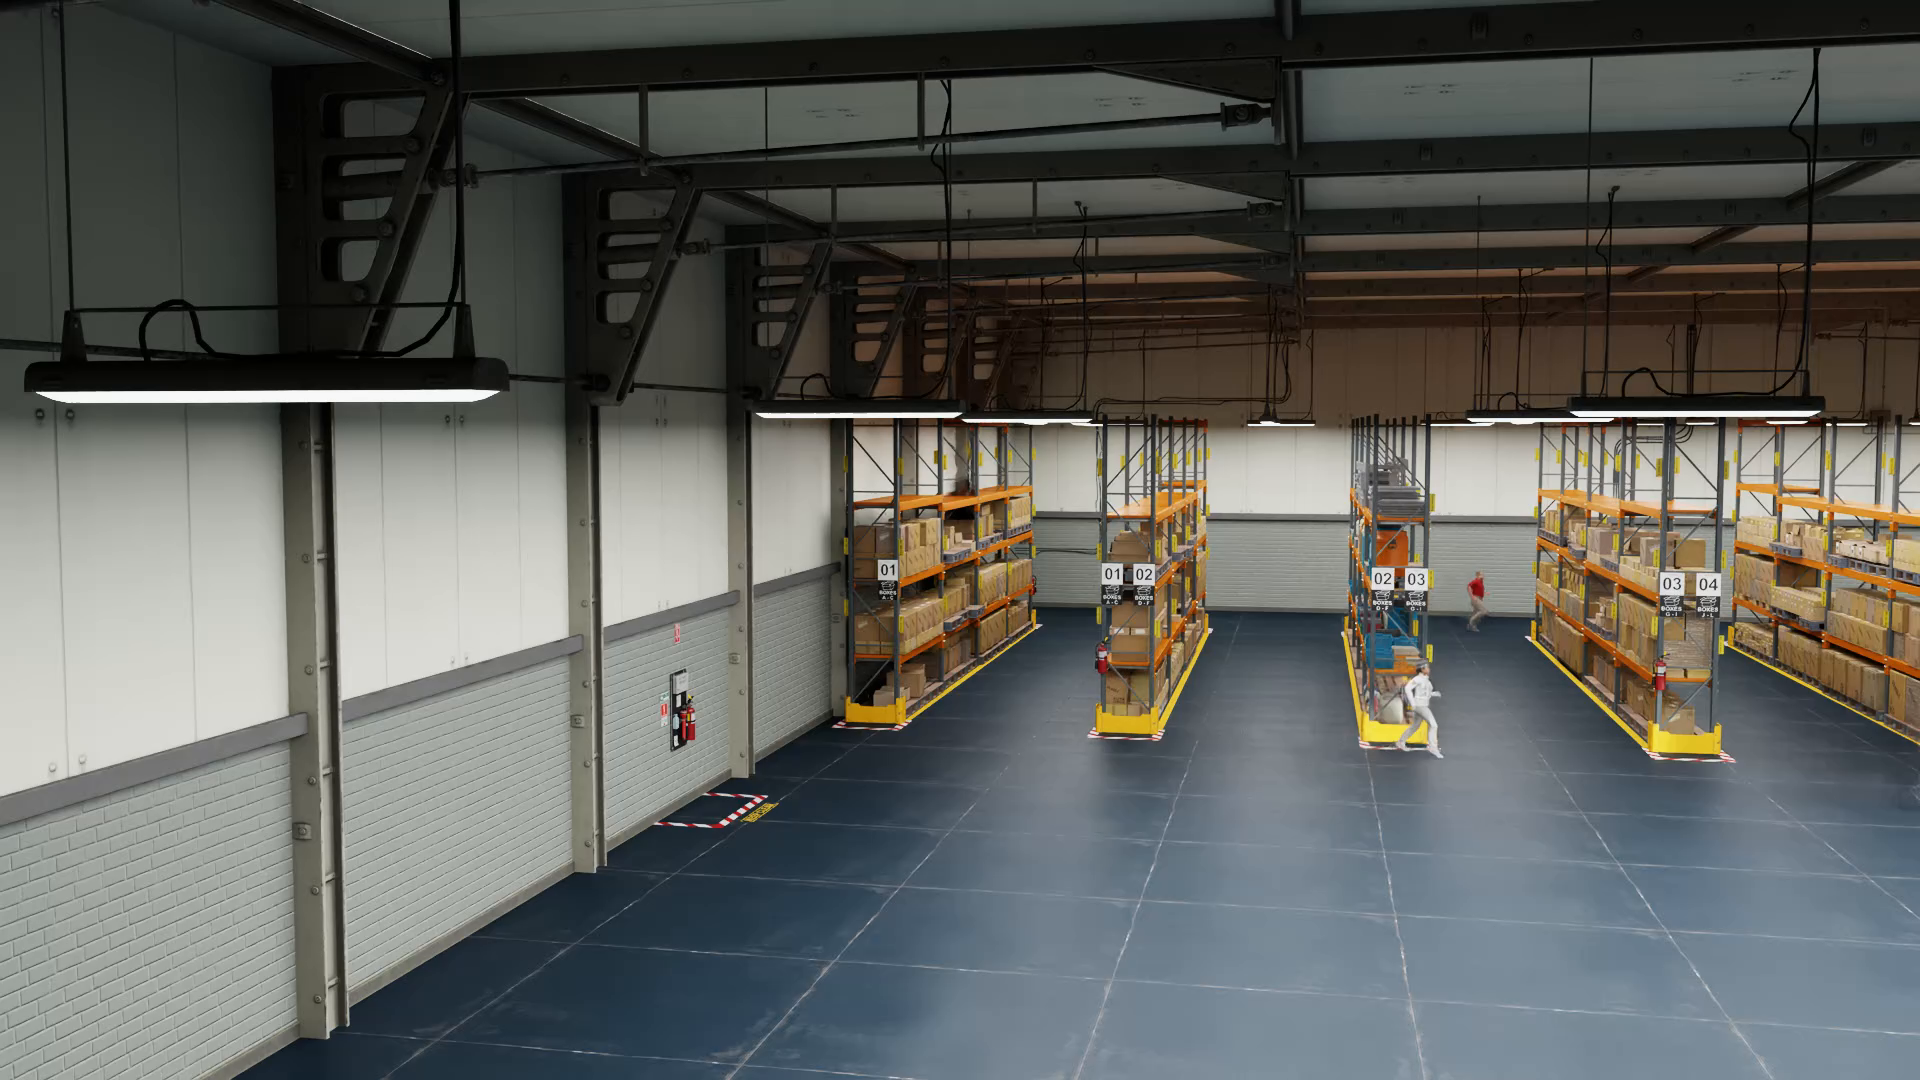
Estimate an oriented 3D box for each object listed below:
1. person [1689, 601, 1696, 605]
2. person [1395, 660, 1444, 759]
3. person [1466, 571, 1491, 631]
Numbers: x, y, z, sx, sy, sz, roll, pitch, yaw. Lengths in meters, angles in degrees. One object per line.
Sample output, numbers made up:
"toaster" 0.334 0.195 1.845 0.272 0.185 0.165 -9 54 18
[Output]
"person" 18.546 2.011 42.365 0.640 1.796 0.890 1 4 11
"person" 8.069 2.940 29.133 0.835 1.720 0.628 2 4 23
"person" 14.721 1.734 47.197 0.638 1.682 0.662 2 4 28
